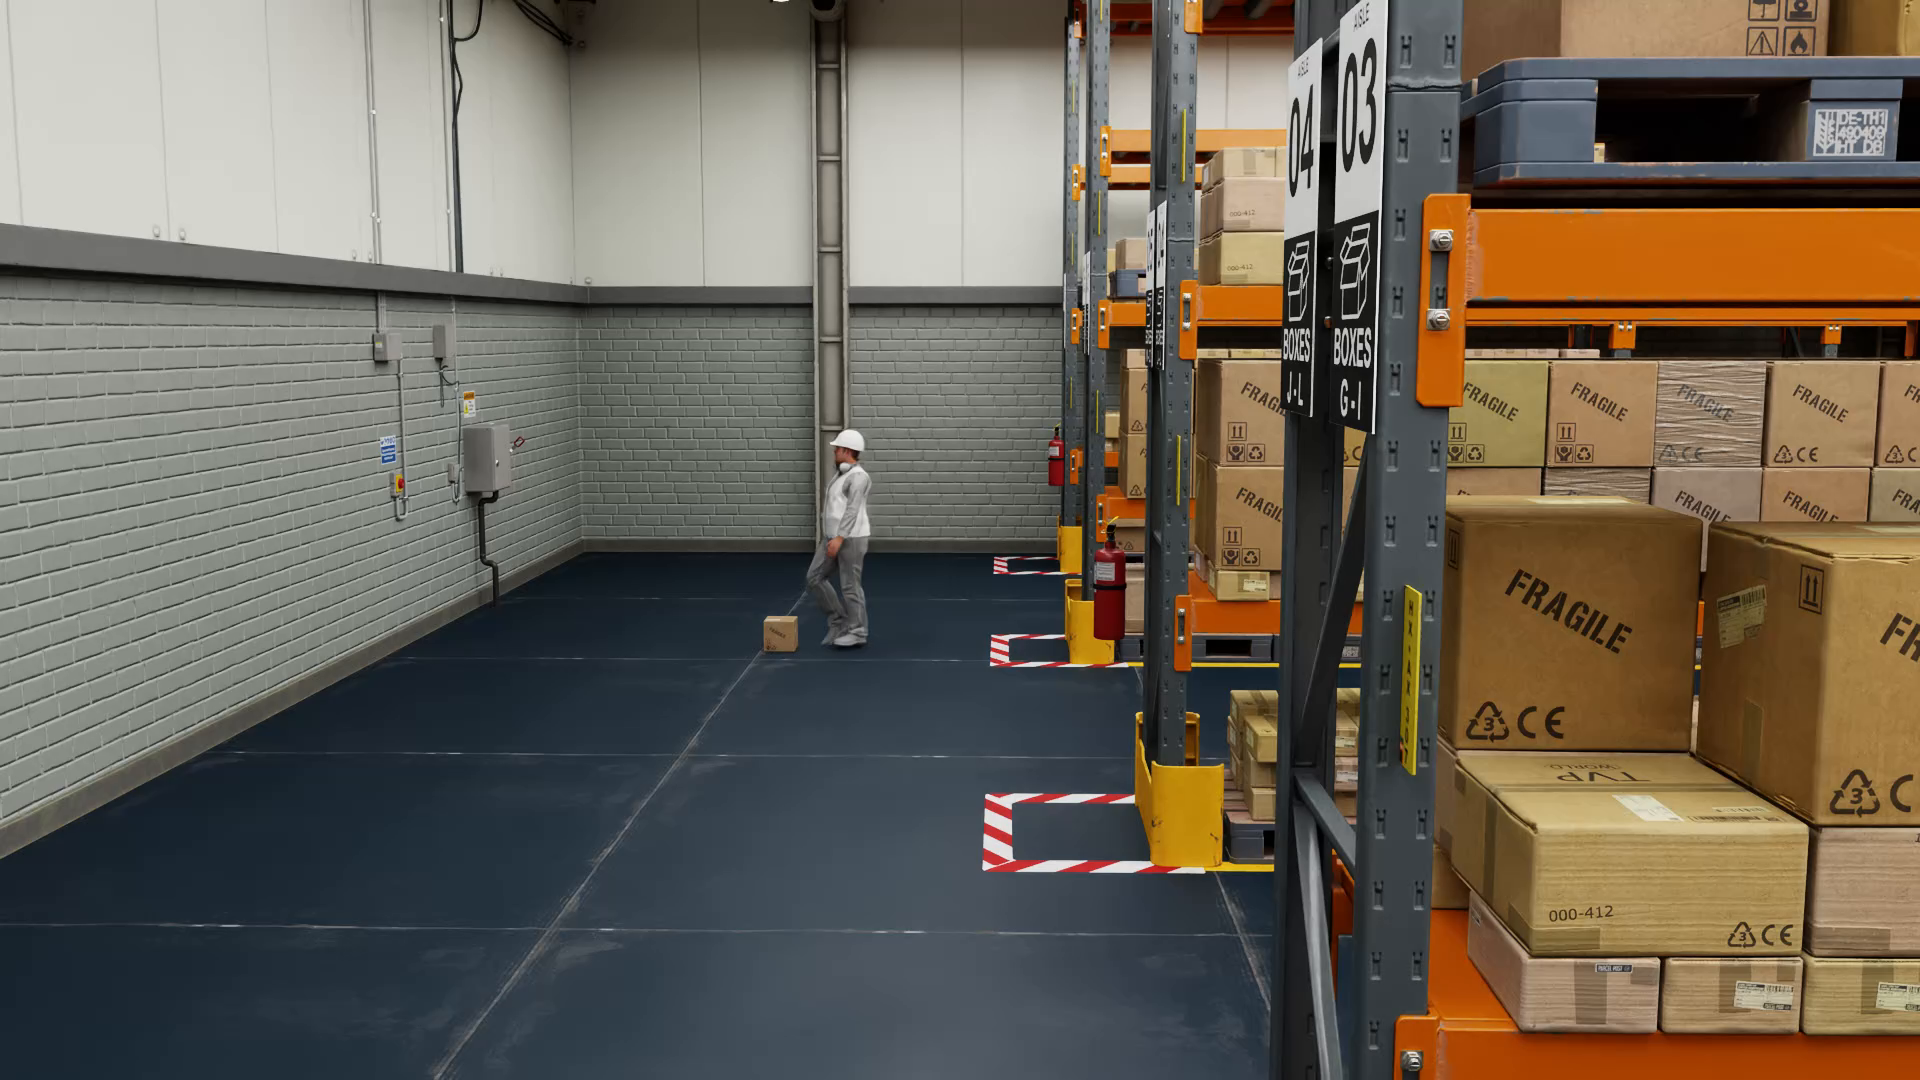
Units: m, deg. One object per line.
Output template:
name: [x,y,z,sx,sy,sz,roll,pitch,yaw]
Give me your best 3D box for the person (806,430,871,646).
person: [-0.983,0.006,13.624,0.483,1.809,0.551,-4,8,-26]
